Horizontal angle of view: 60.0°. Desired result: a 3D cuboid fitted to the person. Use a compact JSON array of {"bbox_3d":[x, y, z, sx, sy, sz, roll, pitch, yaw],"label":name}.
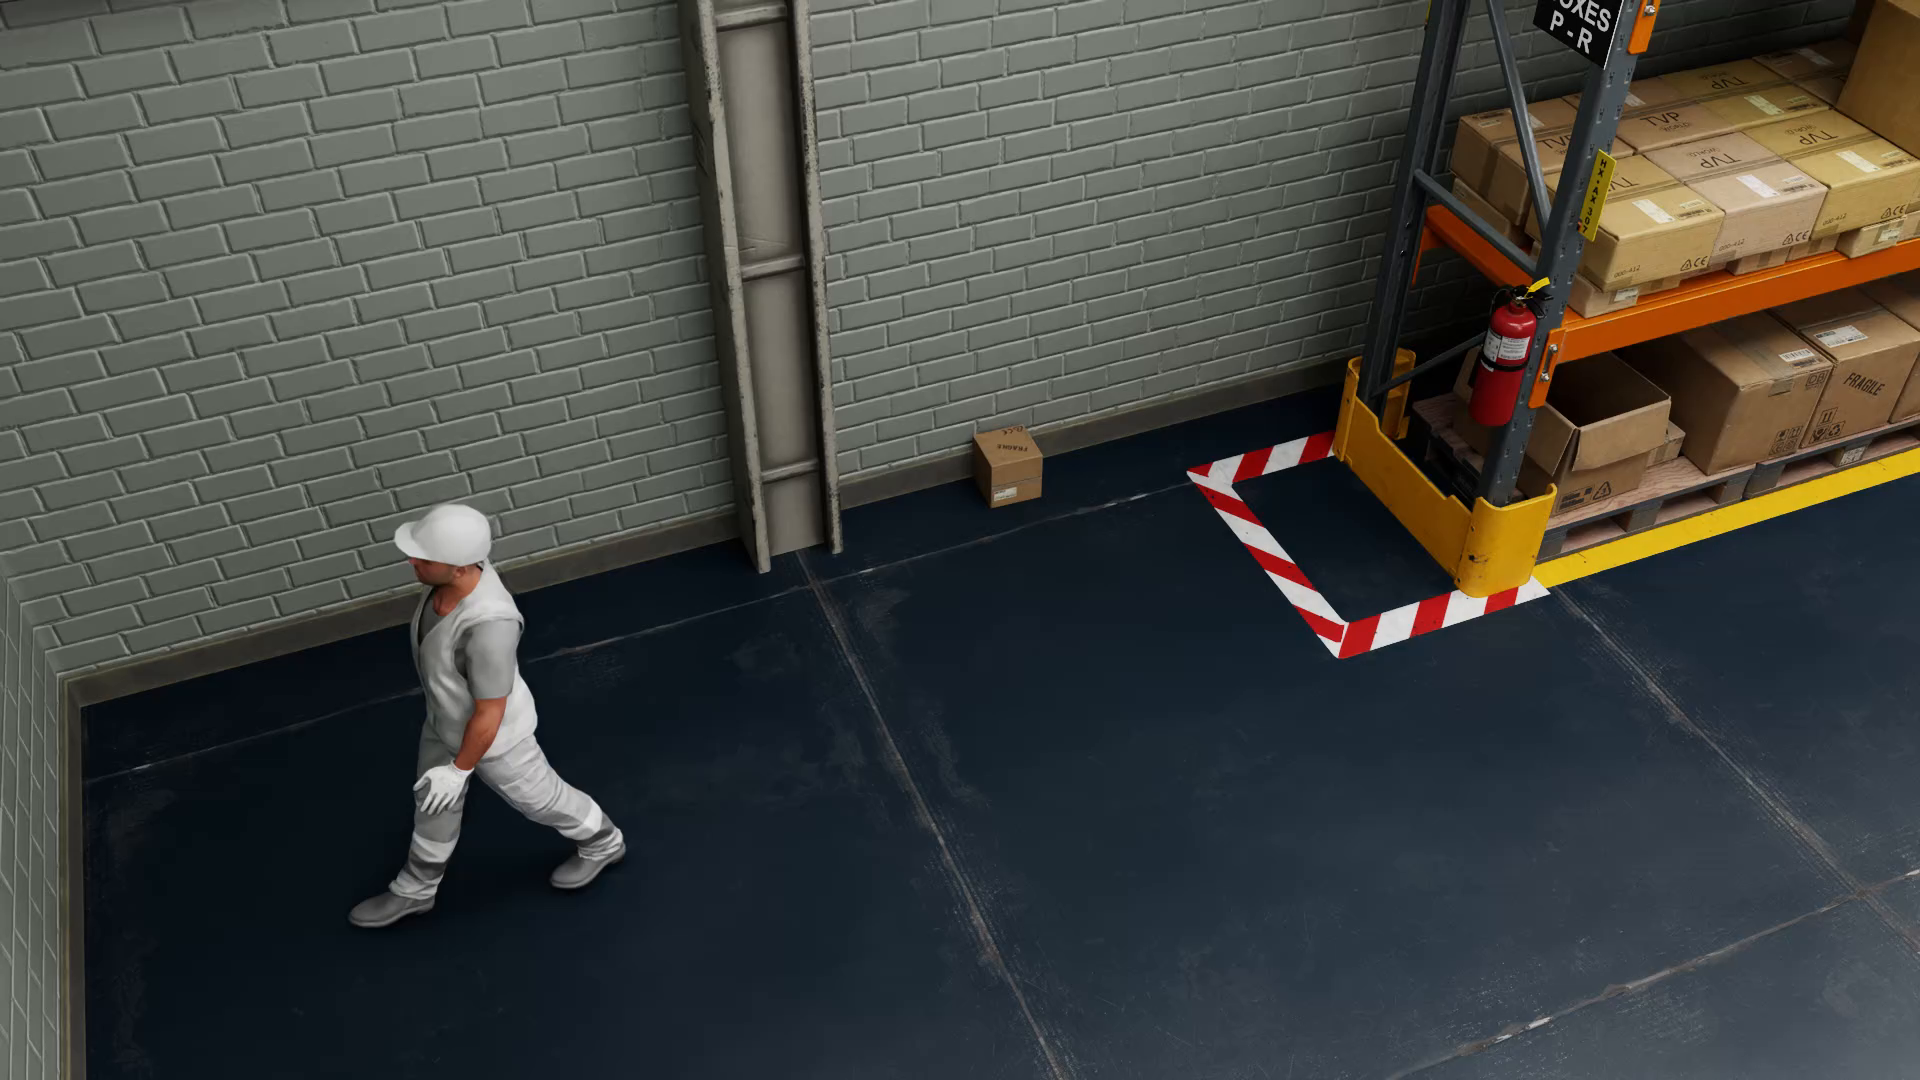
[{"bbox_3d":[-1.662,0.652,5.418,0.952,1.693,0.527,-26,47,-26],"label":"person"}]
